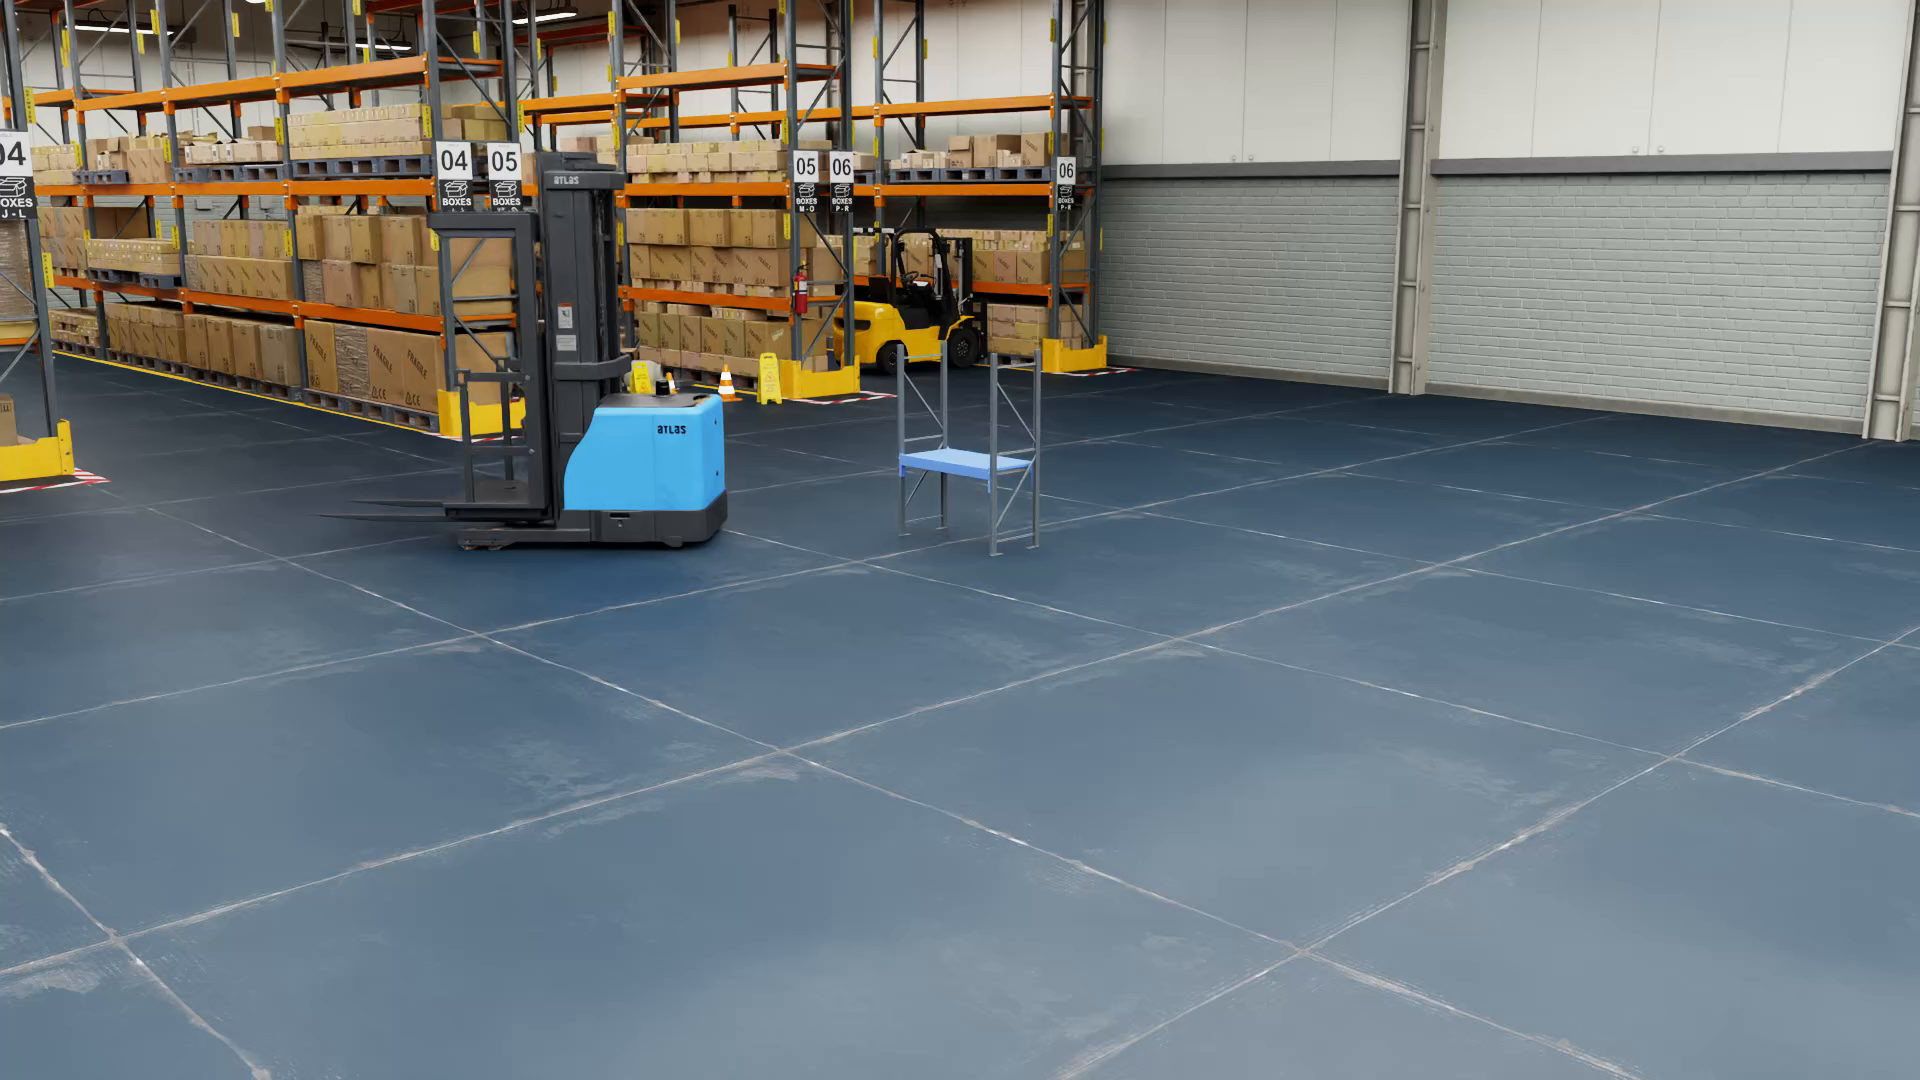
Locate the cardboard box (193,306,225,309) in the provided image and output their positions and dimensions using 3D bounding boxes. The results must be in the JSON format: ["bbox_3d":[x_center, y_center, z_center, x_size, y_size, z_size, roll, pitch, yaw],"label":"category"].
[{"bbox_3d":[-11.515,-3.442,25.479,0.500,0.250,0.500,-11,16,-43],"label":"cardboard box"}]

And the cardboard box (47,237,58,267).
[{"bbox_3d":[-15.204,-4.922,28.381,0.500,0.500,0.500,11,16,44],"label":"cardboard box"}]

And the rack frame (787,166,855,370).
[{"bbox_3d":[-1.828,-3.422,22.086,1.000,3.000,0.127,-11,16,-43],"label":"rack frame"}]

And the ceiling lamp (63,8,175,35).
[{"bbox_3d":[-16.485,-11.608,32.487,2.000,3.185,0.800,-11,16,-43],"label":"ceiling lamp"}]

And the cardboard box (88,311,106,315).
[{"bbox_3d":[-14.976,-3.914,29.027,0.250,0.149,0.380,11,16,43],"label":"cardboard box"}]

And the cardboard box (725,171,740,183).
[{"bbox_3d":[-2.965,-4.932,22.607,0.380,0.149,0.250,-11,16,-43],"label":"cardboard box"}]

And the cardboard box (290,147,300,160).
[{"bbox_3d":[-8.096,-4.801,20.683,0.380,0.149,0.250,-11,16,-43],"label":"cardboard box"}]

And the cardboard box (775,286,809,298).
[{"bbox_3d":[-2.241,-3.324,22.232,0.380,0.149,0.250,-10,15,-41],"label":"cardboard box"}]

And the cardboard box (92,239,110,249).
[{"bbox_3d":[-13.489,-4.681,26.307,0.380,0.149,0.250,-10,16,-41],"label":"cardboard box"}]

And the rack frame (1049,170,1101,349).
[{"bbox_3d":[1.759,-4.114,25.446,1.000,3.000,0.127,-11,16,-43],"label":"rack frame"}]

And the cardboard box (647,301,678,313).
[{"bbox_3d":[-4.336,-3.399,24.284,0.380,0.149,0.250,-11,16,-42],"label":"cardboard box"}]

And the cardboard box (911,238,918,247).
[{"bbox_3d":[-0.593,-4.910,27.453,0.380,0.149,0.250,-11,16,-43],"label":"cardboard box"}]

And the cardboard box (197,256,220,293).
[{"bbox_3d":[-10.395,-3.757,23.465,0.500,0.500,0.500,-11,16,-43],"label":"cardboard box"}]

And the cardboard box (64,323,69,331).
[{"bbox_3d":[-15.263,-3.712,28.783,0.380,0.149,0.250,-10,15,-40],"label":"cardboard box"}]

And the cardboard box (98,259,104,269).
[{"bbox_3d":[-13.321,-4.353,26.188,0.380,0.149,0.250,-11,16,-42],"label":"cardboard box"}]

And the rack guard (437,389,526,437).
[{"bbox_3d":[-5.322,-1.489,18.902,1.175,0.500,0.348,-11,16,-43],"label":"rack guard"}]

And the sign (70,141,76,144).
[{"bbox_3d":[-15.973,-7.030,29.970,0.100,0.325,0.005,-11,16,-43],"label":"sign"}]

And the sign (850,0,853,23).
[{"bbox_3d":[-1.436,-6.932,21.746,0.100,0.325,0.005,-11,16,-43],"label":"sign"}]

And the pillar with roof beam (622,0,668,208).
[{"bbox_3d":[-9.470,-8.431,31.533,9.100,9.000,0.548,-11,16,-43],"label":"pillar with roof beam"}]

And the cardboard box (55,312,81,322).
[{"bbox_3d":[-15.349,-3.840,28.666,0.380,0.149,0.250,-11,16,-42],"label":"cardboard box"}]

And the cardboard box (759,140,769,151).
[{"bbox_3d":[-2.426,-5.210,21.977,0.380,0.149,0.250,-11,16,-42],"label":"cardboard box"}]

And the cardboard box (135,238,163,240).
[{"bbox_3d":[-13.021,-4.772,26.748,0.250,0.149,0.380,11,16,43],"label":"cardboard box"}]

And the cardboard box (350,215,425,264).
[{"bbox_3d":[-6.762,-3.606,19.935,0.875,0.550,0.500,-11,16,-43],"label":"cardboard box"}]

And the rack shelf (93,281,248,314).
[{"bbox_3d":[-12.245,-3.824,25.823,1.077,0.370,4.000,-11,16,-43],"label":"rack shelf"}]

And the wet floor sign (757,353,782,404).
[{"bbox_3d":[-2.471,-2.092,21.466,0.267,0.644,0.232,-5,13,-23],"label":"wet floor sign"}]

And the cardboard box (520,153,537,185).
[{"bbox_3d":[-6.706,-5.968,26.762,0.700,0.500,0.500,-11,16,-43],"label":"cardboard box"}]

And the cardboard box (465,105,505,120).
[{"bbox_3d":[-5.339,-4.802,18.708,0.380,0.149,0.250,-11,16,-42],"label":"cardboard box"}]

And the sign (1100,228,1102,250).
[{"bbox_3d":[2.165,-4.653,25.722,0.100,0.325,0.005,-11,16,-43],"label":"sign"}]

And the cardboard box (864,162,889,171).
[{"bbox_3d":[-1.447,-6.450,28.684,0.380,0.149,0.250,-11,16,-43],"label":"cardboard box"}]

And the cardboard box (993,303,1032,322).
[{"bbox_3d":[0.859,-3.560,26.054,0.500,0.250,0.500,-11,16,-42],"label":"cardboard box"}]

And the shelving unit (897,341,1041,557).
[{"bbox_3d":[0.059,-0.722,12.700,0.538,1.500,1.048,-11,16,-43],"label":"shelving unit"}]

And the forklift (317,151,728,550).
[{"bbox_3d":[-3.402,-1.466,12.763,3.031,2.935,1.130,0,12,2],"label":"forklift"}]

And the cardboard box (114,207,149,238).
[{"bbox_3d":[-13.761,-5.253,27.511,0.500,0.500,0.500,-10,16,-41],"label":"cardboard box"}]

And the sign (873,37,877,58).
[{"bbox_3d":[-1.387,-8.055,27.197,0.100,0.325,0.005,-11,16,-43],"label":"sign"}]

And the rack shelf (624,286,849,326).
[{"bbox_3d":[-3.210,-3.361,23.576,1.077,0.370,4.000,-11,16,-43],"label":"rack shelf"}]

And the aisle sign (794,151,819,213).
[{"bbox_3d":[-1.995,-4.646,21.584,0.394,0.787,0.004,-11,16,-43],"label":"aisle sign"}]

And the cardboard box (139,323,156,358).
[{"bbox_3d":[-12.240,-3.077,25.567,0.500,0.500,0.500,11,16,43],"label":"cardboard box"}]

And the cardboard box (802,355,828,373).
[{"bbox_3d":[-2.185,-2.437,23.080,0.500,0.250,0.500,-11,16,-43],"label":"cardboard box"}]

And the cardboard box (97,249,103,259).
[{"bbox_3d":[-13.327,-4.500,26.165,0.380,0.149,0.250,-10,16,-41],"label":"cardboard box"}]

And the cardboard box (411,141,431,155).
[{"bbox_3d":[-5.813,-4.319,18.343,0.380,0.149,0.250,-11,16,-43],"label":"cardboard box"}]

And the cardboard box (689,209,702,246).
[{"bbox_3d":[-3.354,-4.377,23.262,0.700,0.500,0.500,-11,16,-43],"label":"cardboard box"}]

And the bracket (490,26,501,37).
[{"bbox_3d":[-10.471,-11.559,37.797,0.235,0.232,0.430,-11,16,-43],"label":"bracket"}]

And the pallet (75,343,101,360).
[{"bbox_3d":[-14.115,-3.196,27.900,1.003,0.211,1.213,-11,16,-43],"label":"pallet"}]

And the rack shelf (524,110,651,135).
[{"bbox_3d":[-7.909,-8.742,34.831,1.077,0.370,4.000,-11,16,-43],"label":"rack shelf"}]

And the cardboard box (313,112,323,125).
[{"bbox_3d":[-7.568,-5.081,20.063,0.380,0.149,0.250,-11,16,-43],"label":"cardboard box"}]

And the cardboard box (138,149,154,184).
[{"bbox_3d":[-11.796,-5.522,24.599,0.500,0.500,0.500,-11,16,-43],"label":"cardboard box"}]

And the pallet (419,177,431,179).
[{"bbox_3d":[-8.610,-6.215,28.680,1.003,0.211,1.213,-10,15,-40],"label":"pallet"}]

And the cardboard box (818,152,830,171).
[{"bbox_3d":[-1.983,-5.074,22.305,0.500,0.250,0.500,-11,16,-44],"label":"cardboard box"}]

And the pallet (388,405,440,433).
[{"bbox_3d":[-5.947,-1.457,19.462,1.003,0.211,1.213,-11,16,-43],"label":"pallet"}]

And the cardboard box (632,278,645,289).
[{"bbox_3d":[-4.605,-3.792,24.505,0.380,0.149,0.250,-11,16,-43],"label":"cardboard box"}]

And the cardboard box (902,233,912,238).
[{"bbox_3d":[-0.739,-5.099,27.636,0.380,0.149,0.250,-11,16,-42],"label":"cardboard box"}]

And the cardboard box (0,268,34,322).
[{"bbox_3d":[-9.356,-2.320,15.752,0.875,0.500,0.500,-11,16,-43],"label":"cardboard box"}]
